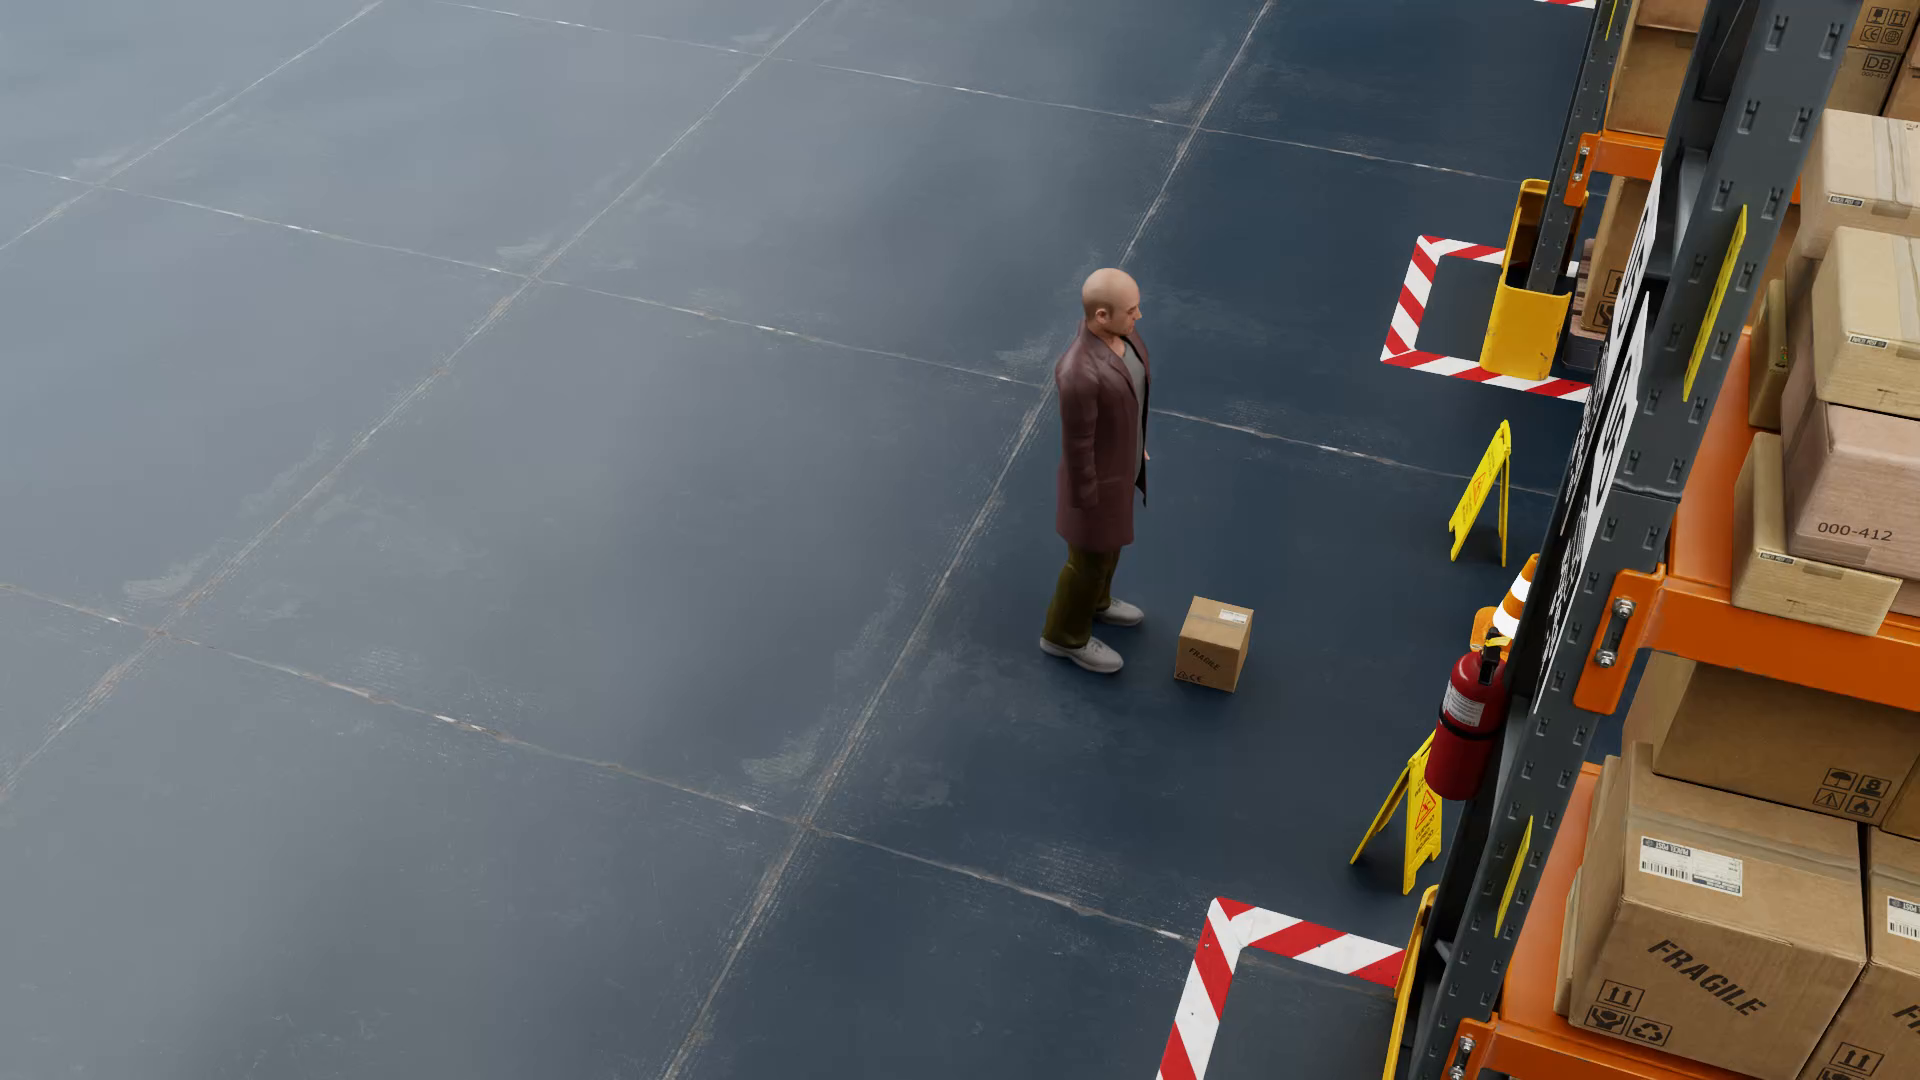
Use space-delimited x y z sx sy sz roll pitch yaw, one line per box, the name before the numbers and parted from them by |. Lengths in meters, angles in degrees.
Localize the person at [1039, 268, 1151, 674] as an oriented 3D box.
person | 0.565 -0.278 6.493 0.377 1.776 0.565 15 43 16
